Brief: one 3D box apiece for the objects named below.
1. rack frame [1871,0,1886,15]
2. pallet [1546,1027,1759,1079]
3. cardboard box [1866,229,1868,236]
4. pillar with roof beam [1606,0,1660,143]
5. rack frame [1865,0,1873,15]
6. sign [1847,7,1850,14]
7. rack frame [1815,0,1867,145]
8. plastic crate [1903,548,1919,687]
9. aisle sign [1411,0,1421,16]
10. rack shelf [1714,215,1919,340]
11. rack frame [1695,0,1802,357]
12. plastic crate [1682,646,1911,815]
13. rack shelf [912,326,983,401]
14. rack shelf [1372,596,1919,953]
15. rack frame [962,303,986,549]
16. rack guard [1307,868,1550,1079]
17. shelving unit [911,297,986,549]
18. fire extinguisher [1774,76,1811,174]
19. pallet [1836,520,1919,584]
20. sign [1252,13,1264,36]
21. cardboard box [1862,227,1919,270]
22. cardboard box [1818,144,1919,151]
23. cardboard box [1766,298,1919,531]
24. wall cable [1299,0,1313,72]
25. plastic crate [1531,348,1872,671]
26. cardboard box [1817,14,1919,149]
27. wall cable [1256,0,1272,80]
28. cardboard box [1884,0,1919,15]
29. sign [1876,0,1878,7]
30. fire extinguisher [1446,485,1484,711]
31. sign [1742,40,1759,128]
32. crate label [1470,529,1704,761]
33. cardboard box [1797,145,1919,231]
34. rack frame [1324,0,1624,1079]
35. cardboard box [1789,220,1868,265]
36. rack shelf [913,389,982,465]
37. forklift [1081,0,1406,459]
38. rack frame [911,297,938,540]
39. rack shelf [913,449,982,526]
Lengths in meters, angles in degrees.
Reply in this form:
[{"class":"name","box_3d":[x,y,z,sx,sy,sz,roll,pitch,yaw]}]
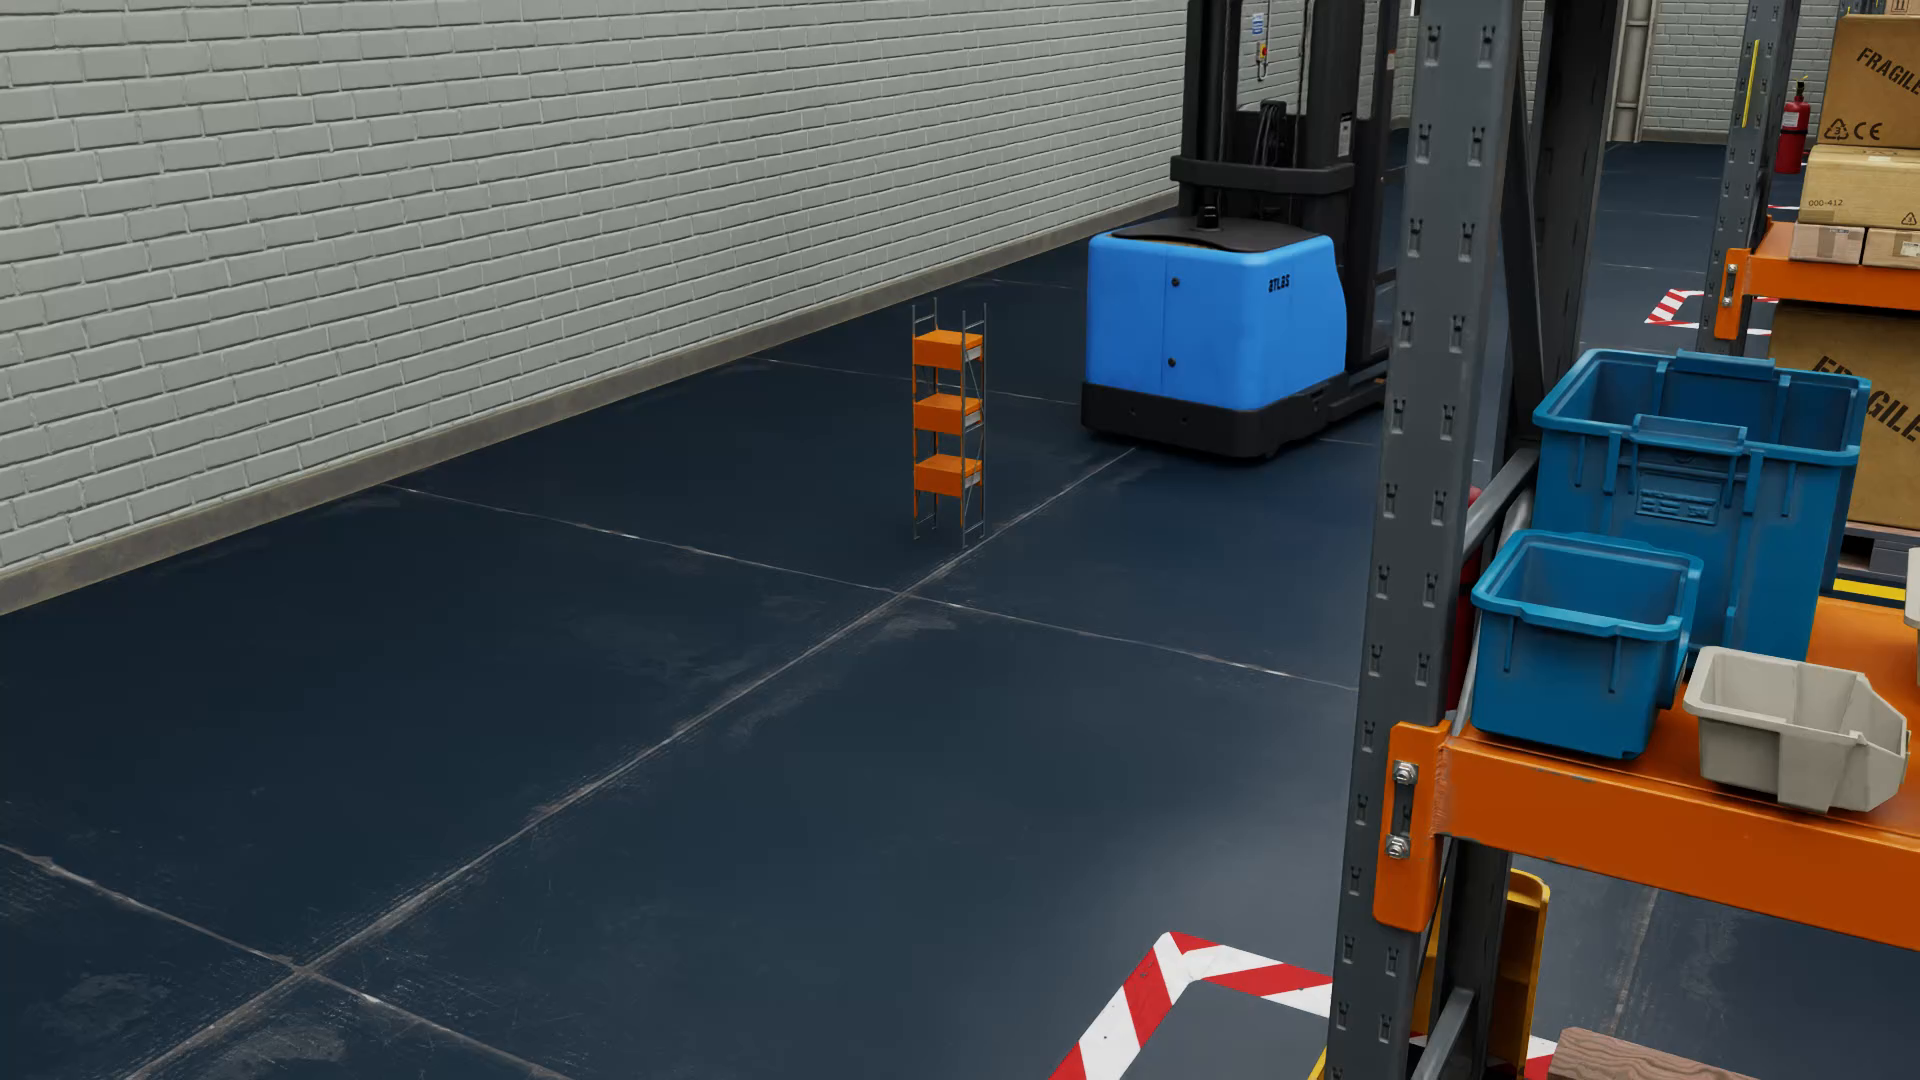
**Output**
[{"class":"rack frame","box_3d":[10.608,-5.927,19.305,0.127,3.000,1.000,11,23,27]},{"class":"pallet","box_3d":[1.643,1.436,3.097,1.213,0.211,1.003,11,23,27]},{"class":"cardboard box","box_3d":[3.829,-1.419,7.246,0.250,0.149,0.380,11,23,28]},{"class":"pillar with roof beam","box_3d":[6.594,-8.182,16.724,0.400,9.000,9.100,11,23,27]},{"class":"rack frame","box_3d":[8.191,-4.448,15.229,0.127,3.000,1.000,11,23,27]},{"class":"sign","box_3d":[5.600,-3.203,10.527,0.005,0.325,0.100,11,23,27]},{"class":"rack frame","box_3d":[5.865,-2.958,11.120,0.127,3.000,1.000,11,23,27]},{"class":"plastic crate","box_3d":[1.743,0.154,2.841,0.243,0.136,0.396,11,23,27]},{"class":"aisle sign","box_3d":[0.735,-1.169,2.377,0.004,0.787,0.394,11,23,27]},{"class":"rack shelf","box_3d":[5.104,-0.827,6.302,4.000,0.370,1.077,11,23,27]},{"class":"rack frame","box_3d":[3.358,-1.498,7.096,0.127,3.000,1.000,11,23,27]},{"class":"plastic crate","box_3d":[1.237,0.289,2.468,0.298,0.136,0.250,11,23,27]},{"class":"rack shelf","box_3d":[-0.047,-0.759,7.117,0.240,0.259,0.215,11,23,27]},{"class":"rack shelf","box_3d":[2.688,0.647,2.237,4.000,0.370,1.077,11,23,27]},{"class":"rack frame","box_3d":[0.060,-0.482,7.155,0.008,1.050,0.200,11,23,27]},{"class":"rack guard","box_3d":[0.915,1.151,3.458,0.348,0.500,1.175,11,23,27]},{"class":"shelving unit","box_3d":[-0.047,-0.502,7.211,0.252,1.050,0.215,11,23,27]},{"class":"fire extinguisher","box_3d":[5.870,-2.925,11.691,0.183,0.674,0.296,11,23,27]},{"class":"pallet","box_3d":[4.094,-0.078,7.269,1.213,0.211,1.003,11,23,27]},{"class":"sign","box_3d":[3.180,-5.502,17.738,0.001,0.218,0.327,11,23,27]},{"class":"cardboard box","box_3d":[3.732,-1.180,6.589,0.250,0.149,0.380,10,22,27]},{"class":"cardboard box","box_3d":[3.910,-1.566,7.067,0.500,0.250,0.500,10,22,26]},{"class":"cardboard box","box_3d":[3.956,-0.614,7.159,0.875,0.875,0.875,11,23,27]},{"class":"wall cable","box_3d":[3.938,-6.281,18.791,0.122,1.984,0.588,11,23,27]},{"class":"plastic crate","box_3d":[1.326,-0.068,3.015,0.499,0.435,0.616,11,23,27]},{"class":"cardboard box","box_3d":[3.911,-1.917,6.935,0.500,0.500,0.500,11,23,28]},{"class":"wall cable","box_3d":[3.257,-5.871,17.617,0.123,1.953,0.585,11,23,27]},{"class":"cardboard box","box_3d":[6.127,-3.461,10.459,0.500,0.500,0.500,11,22,27]},{"class":"sign","box_3d":[10.344,-6.172,18.712,0.005,0.325,0.100,11,23,27]},{"class":"fire extinguisher","box_3d":[1.032,0.028,3.550,0.183,0.674,0.296,11,23,27]},{"class":"sign","box_3d":[3.082,-1.778,6.482,0.005,0.325,0.100,11,23,27]},{"class":"crate label","box_3d":[0.997,0.166,2.666,0.303,0.233,0.416,11,23,27]},{"class":"cardboard box","box_3d":[3.645,-1.407,6.629,0.500,0.250,0.500,10,22,26]},{"class":"rack frame","box_3d":[0.942,-0.024,3.031,0.127,3.000,1.000,11,23,27]},{"class":"cardboard box","box_3d":[3.507,-1.223,6.705,0.250,0.149,0.380,11,23,28]},{"class":"rack shelf","box_3d":[-0.047,-0.492,7.214,0.240,0.259,0.215,11,23,27]},{"class":"forklift","box_3d":[1.943,-2.222,9.193,1.130,2.935,3.031,15,25,35]},{"class":"rack frame","box_3d":[-0.153,-0.523,7.267,0.008,1.050,0.200,11,23,27]},{"class":"rack shelf","box_3d":[-0.047,-0.231,7.309,0.240,0.259,0.215,11,23,27]}]
